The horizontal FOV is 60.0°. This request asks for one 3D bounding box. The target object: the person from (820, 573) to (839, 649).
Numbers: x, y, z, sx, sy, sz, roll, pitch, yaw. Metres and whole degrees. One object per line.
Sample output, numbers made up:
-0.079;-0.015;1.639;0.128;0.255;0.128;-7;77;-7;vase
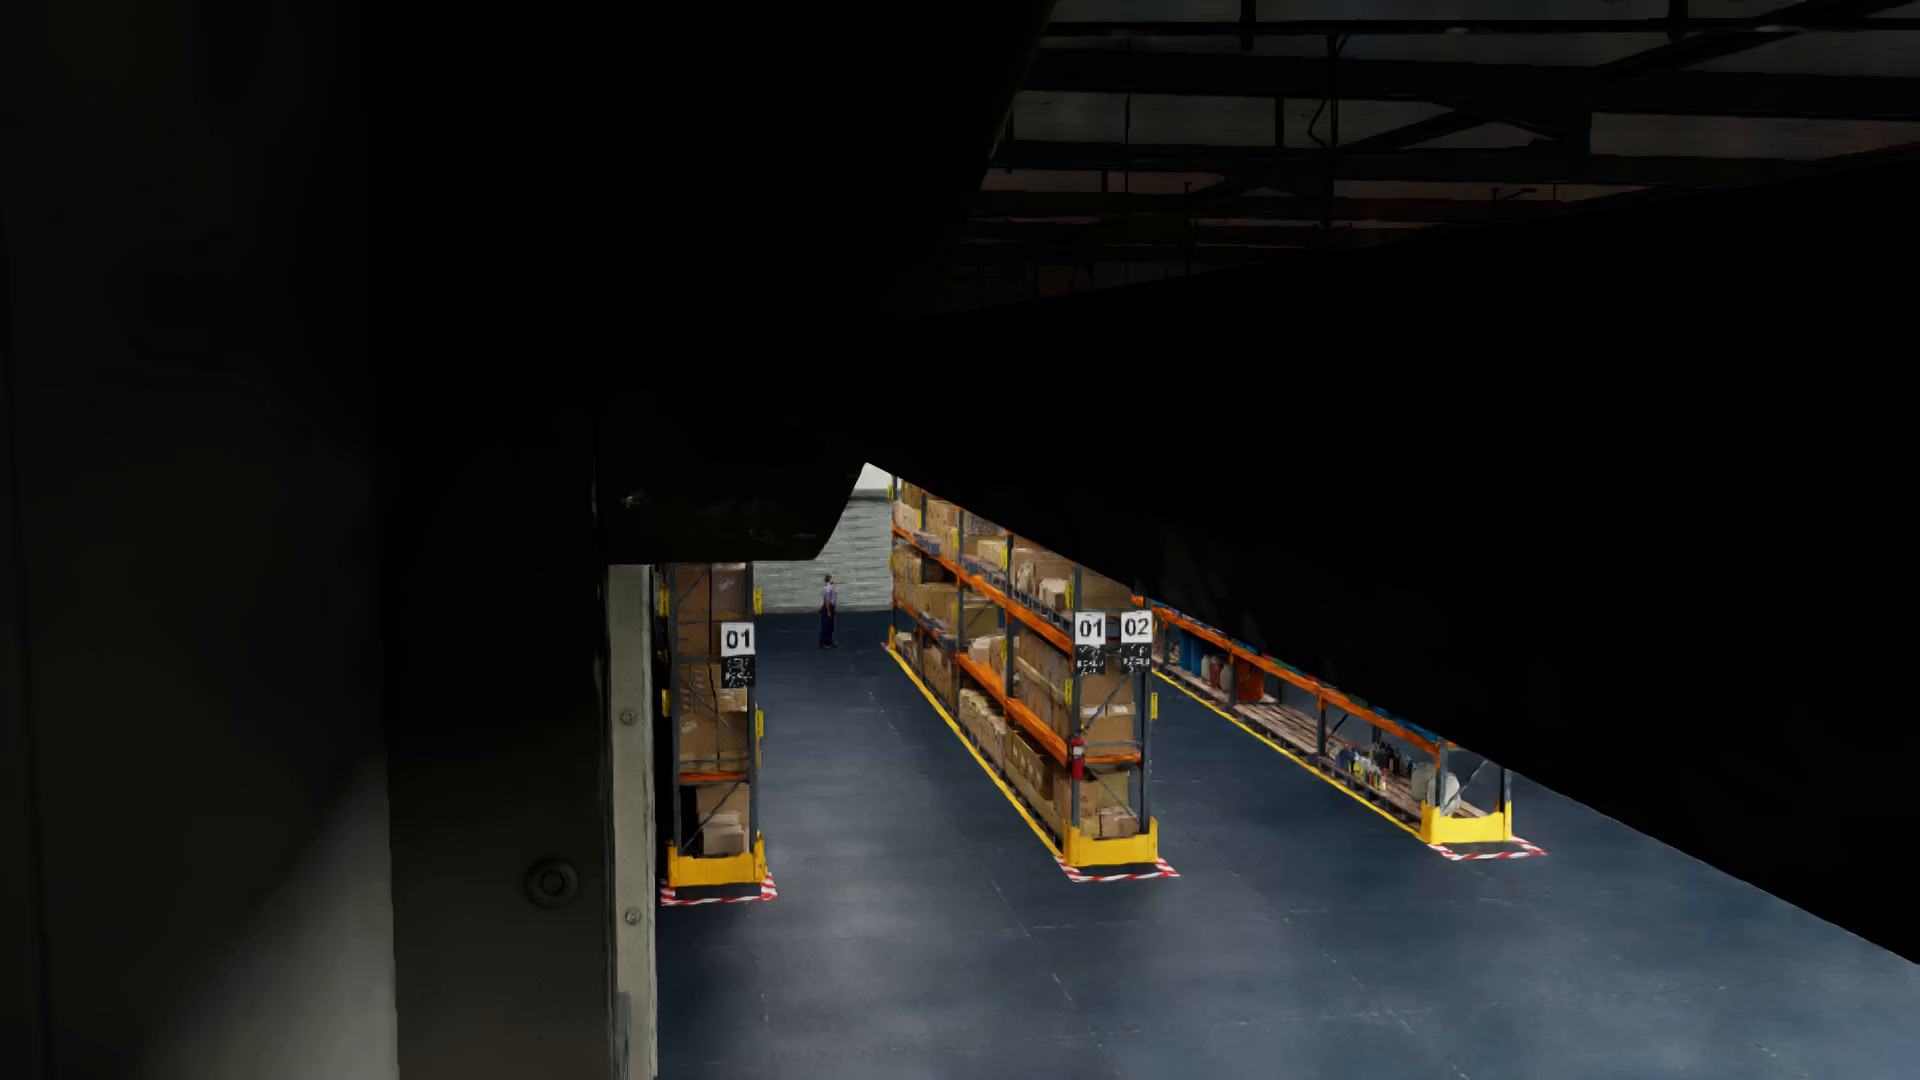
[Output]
-2.891;1.552;36.600;0.391;1.643;0.587;0;6;2;person
